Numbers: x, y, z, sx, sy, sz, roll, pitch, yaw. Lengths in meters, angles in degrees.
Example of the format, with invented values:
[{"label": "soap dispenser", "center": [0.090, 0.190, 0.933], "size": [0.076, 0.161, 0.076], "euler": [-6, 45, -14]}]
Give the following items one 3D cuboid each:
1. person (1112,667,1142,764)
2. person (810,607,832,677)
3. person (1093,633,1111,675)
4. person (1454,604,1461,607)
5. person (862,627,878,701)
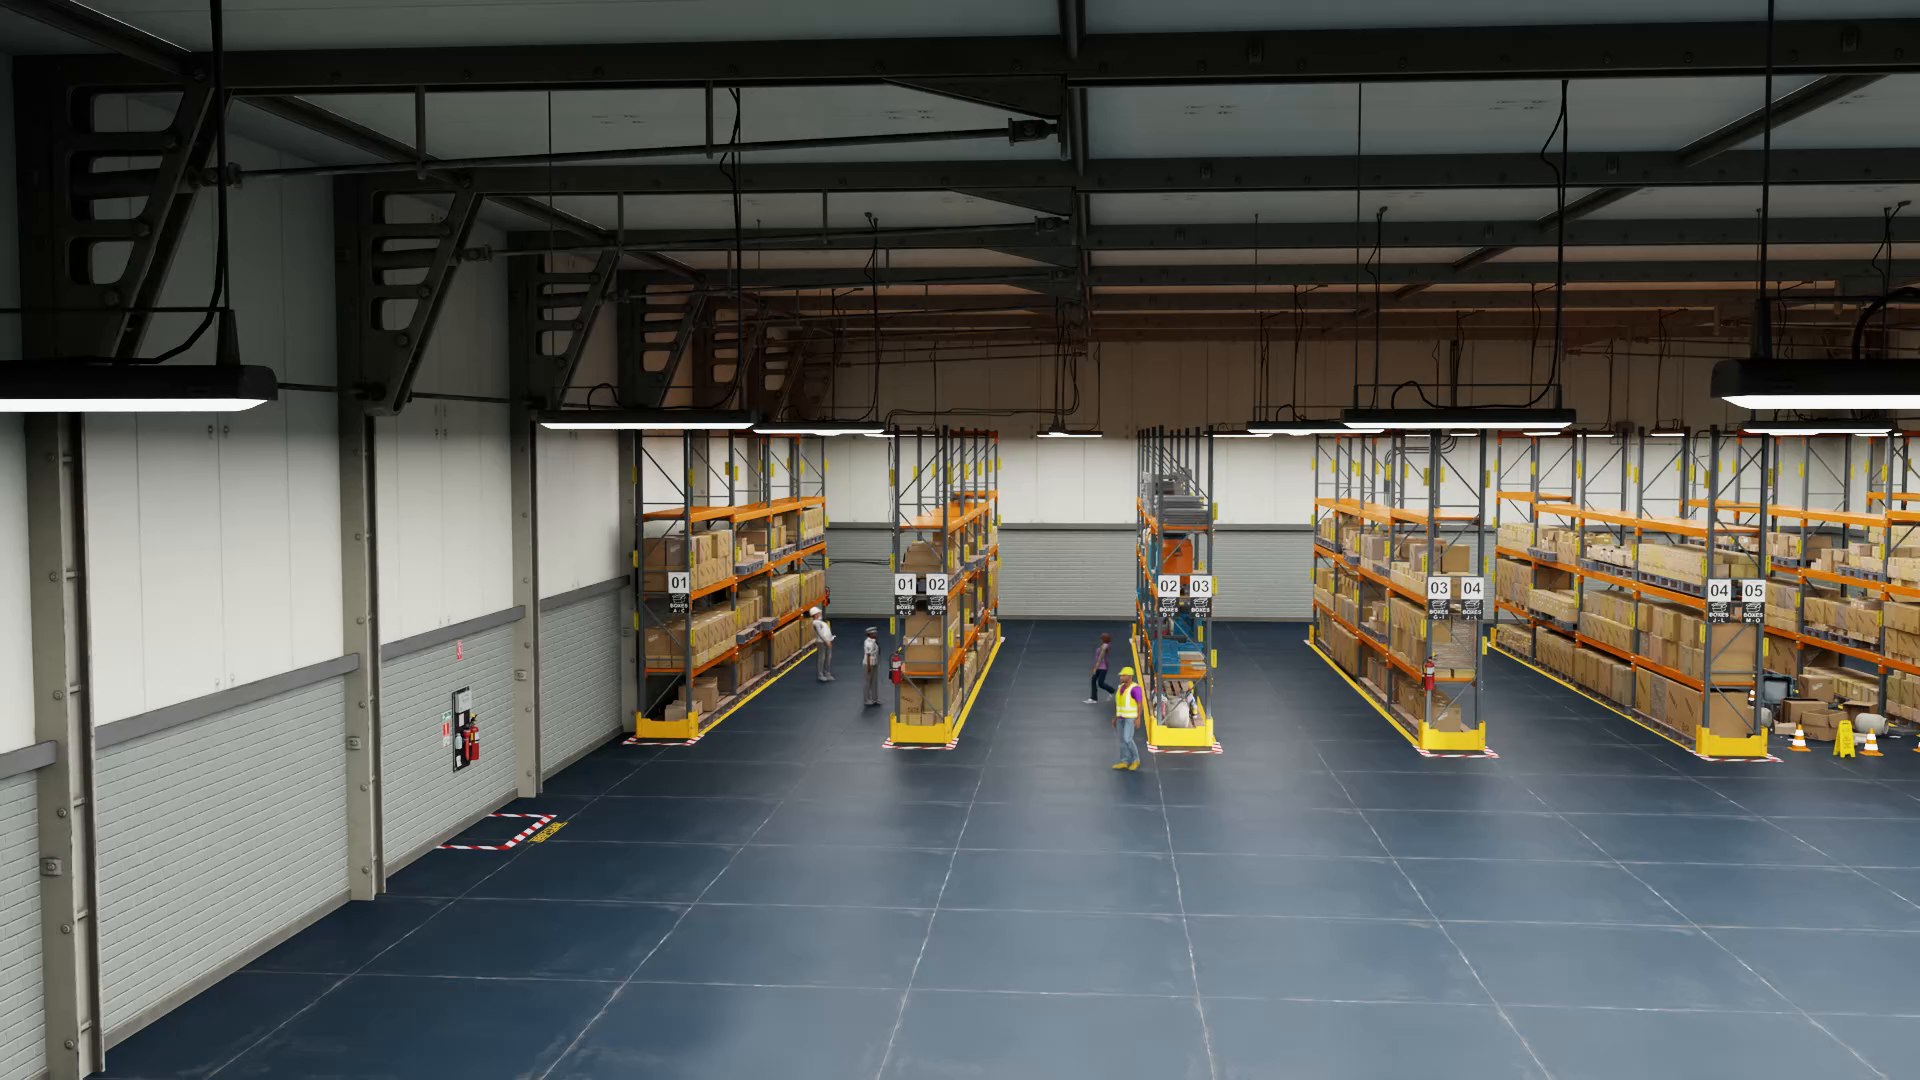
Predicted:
[{"label": "person", "center": [2.891, 3.061, 28.897], "size": [0.359, 1.708, 0.616], "euler": [-3, 4, -36]}, {"label": "person", "center": [-3.314, 2.433, 39.690], "size": [0.468, 1.673, 0.515], "euler": [2, 4, 27]}, {"label": "person", "center": [3.035, 2.467, 35.833], "size": [0.439, 0.926, 0.430], "euler": [-2, 4, -30]}, {"label": "person", "center": [14.498, 2.040, 48.129], "size": [0.553, 1.548, 1.015], "euler": [1, 4, 22]}, {"label": "person", "center": [-1.931, 2.678, 36.010], "size": [0.336, 1.608, 0.472], "euler": [1, 4, 12]}]
